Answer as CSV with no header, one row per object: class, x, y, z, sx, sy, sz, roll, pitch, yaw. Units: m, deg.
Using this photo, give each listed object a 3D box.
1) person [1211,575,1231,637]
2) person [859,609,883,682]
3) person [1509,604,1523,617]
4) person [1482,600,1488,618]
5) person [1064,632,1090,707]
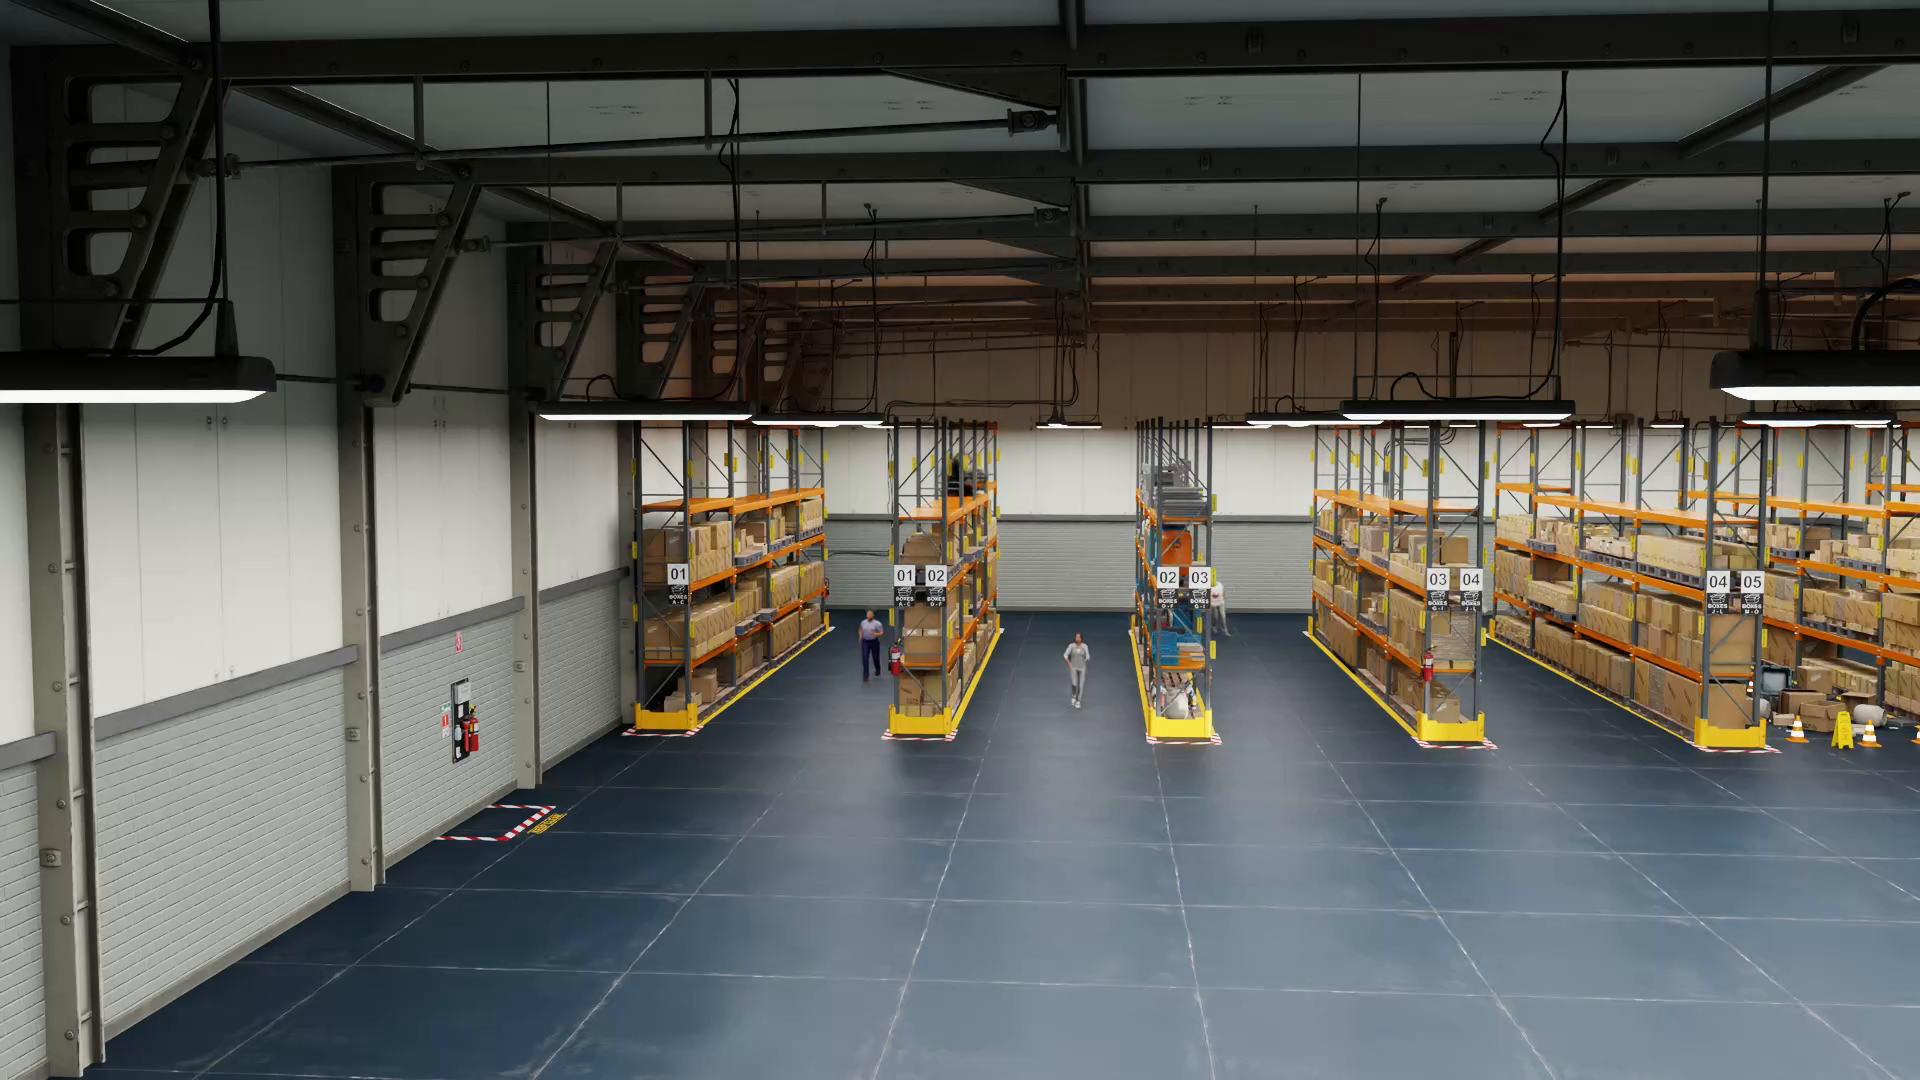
person,7.146,1.808,46.614,0.720,1.741,0.948,-1,4,-16
person,-2.055,2.413,38.163,0.614,1.603,0.923,0,4,7
person,16.056,1.782,47.866,0.642,1.646,0.615,-1,4,-22
person,13.322,2.065,43.038,0.607,1.722,0.804,1,4,12
person,2.431,2.690,34.327,0.527,1.560,0.552,0,4,-2
